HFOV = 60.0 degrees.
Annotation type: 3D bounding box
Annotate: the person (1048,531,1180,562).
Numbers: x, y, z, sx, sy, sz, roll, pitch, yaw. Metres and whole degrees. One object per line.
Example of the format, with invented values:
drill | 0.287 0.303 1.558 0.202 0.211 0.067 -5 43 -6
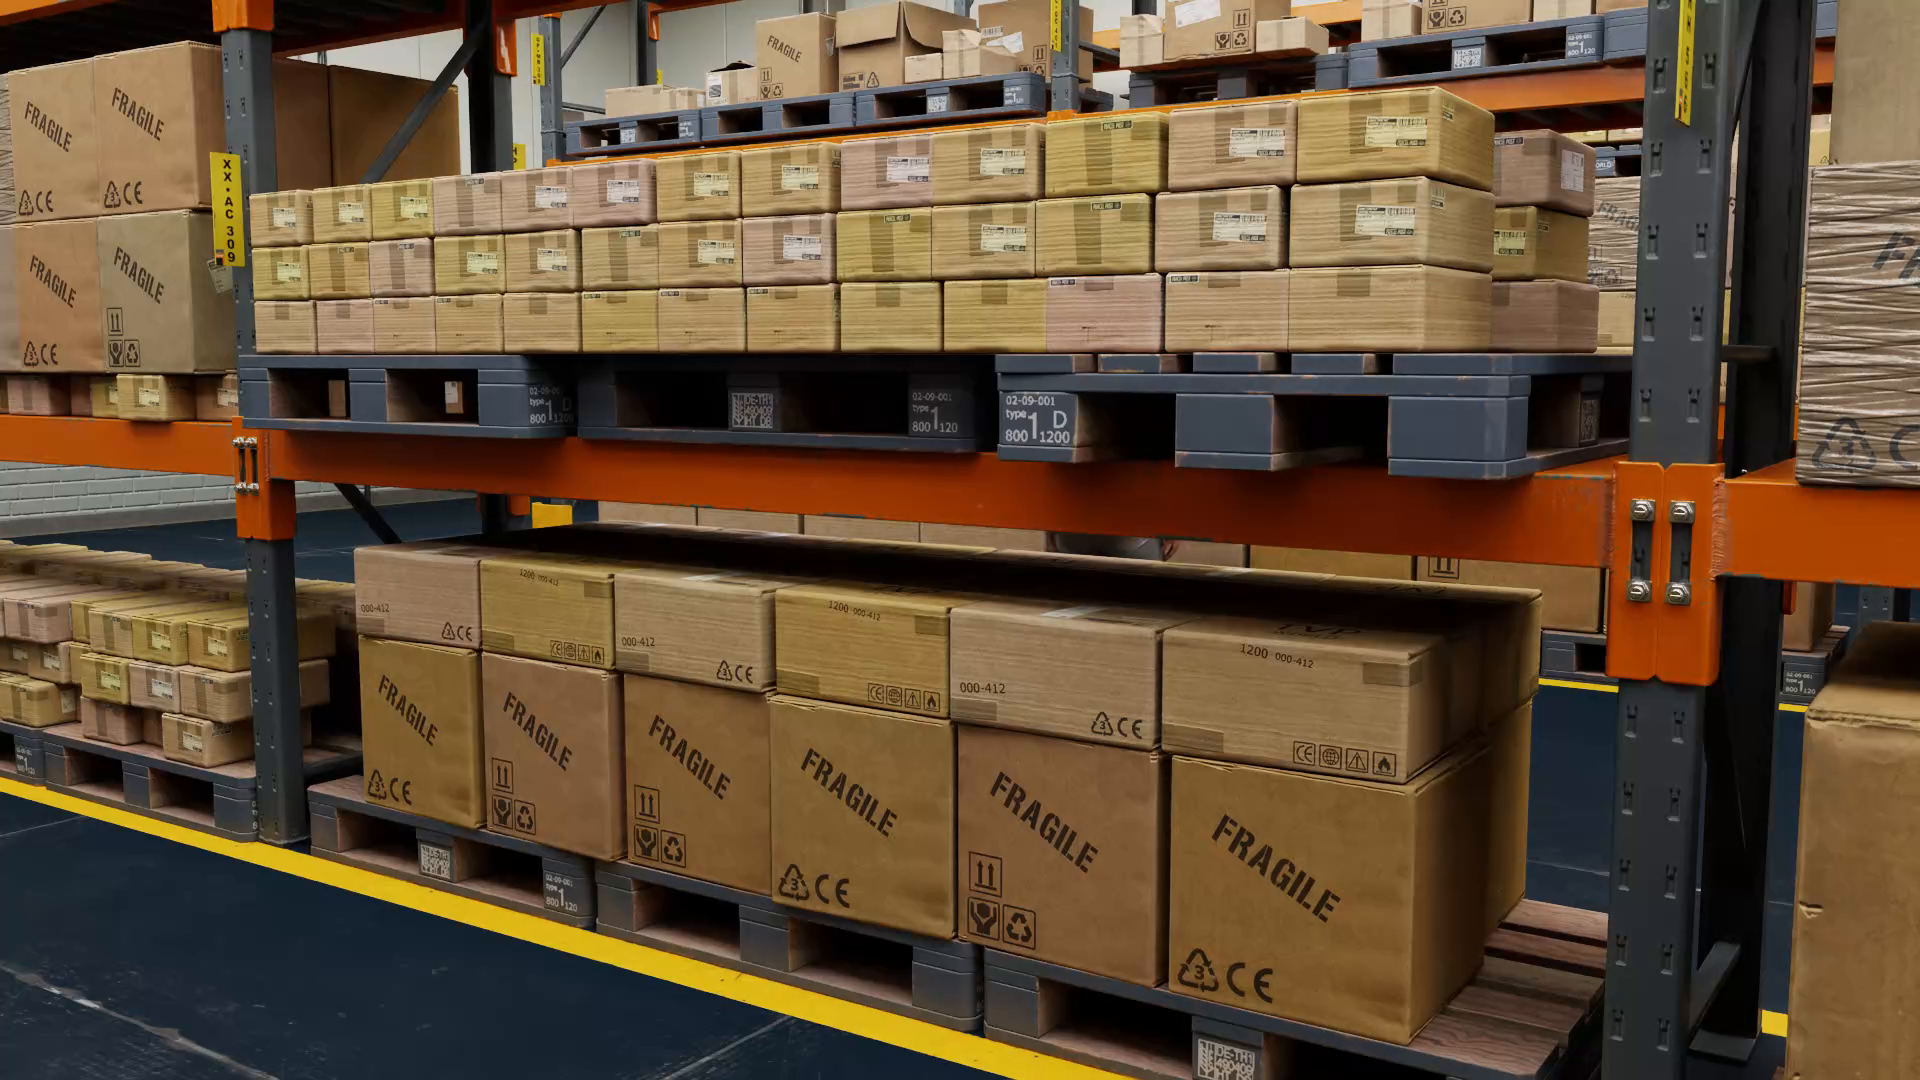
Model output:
person | 0.590 -0.090 6.477 0.579 1.769 0.466 4 7 31
